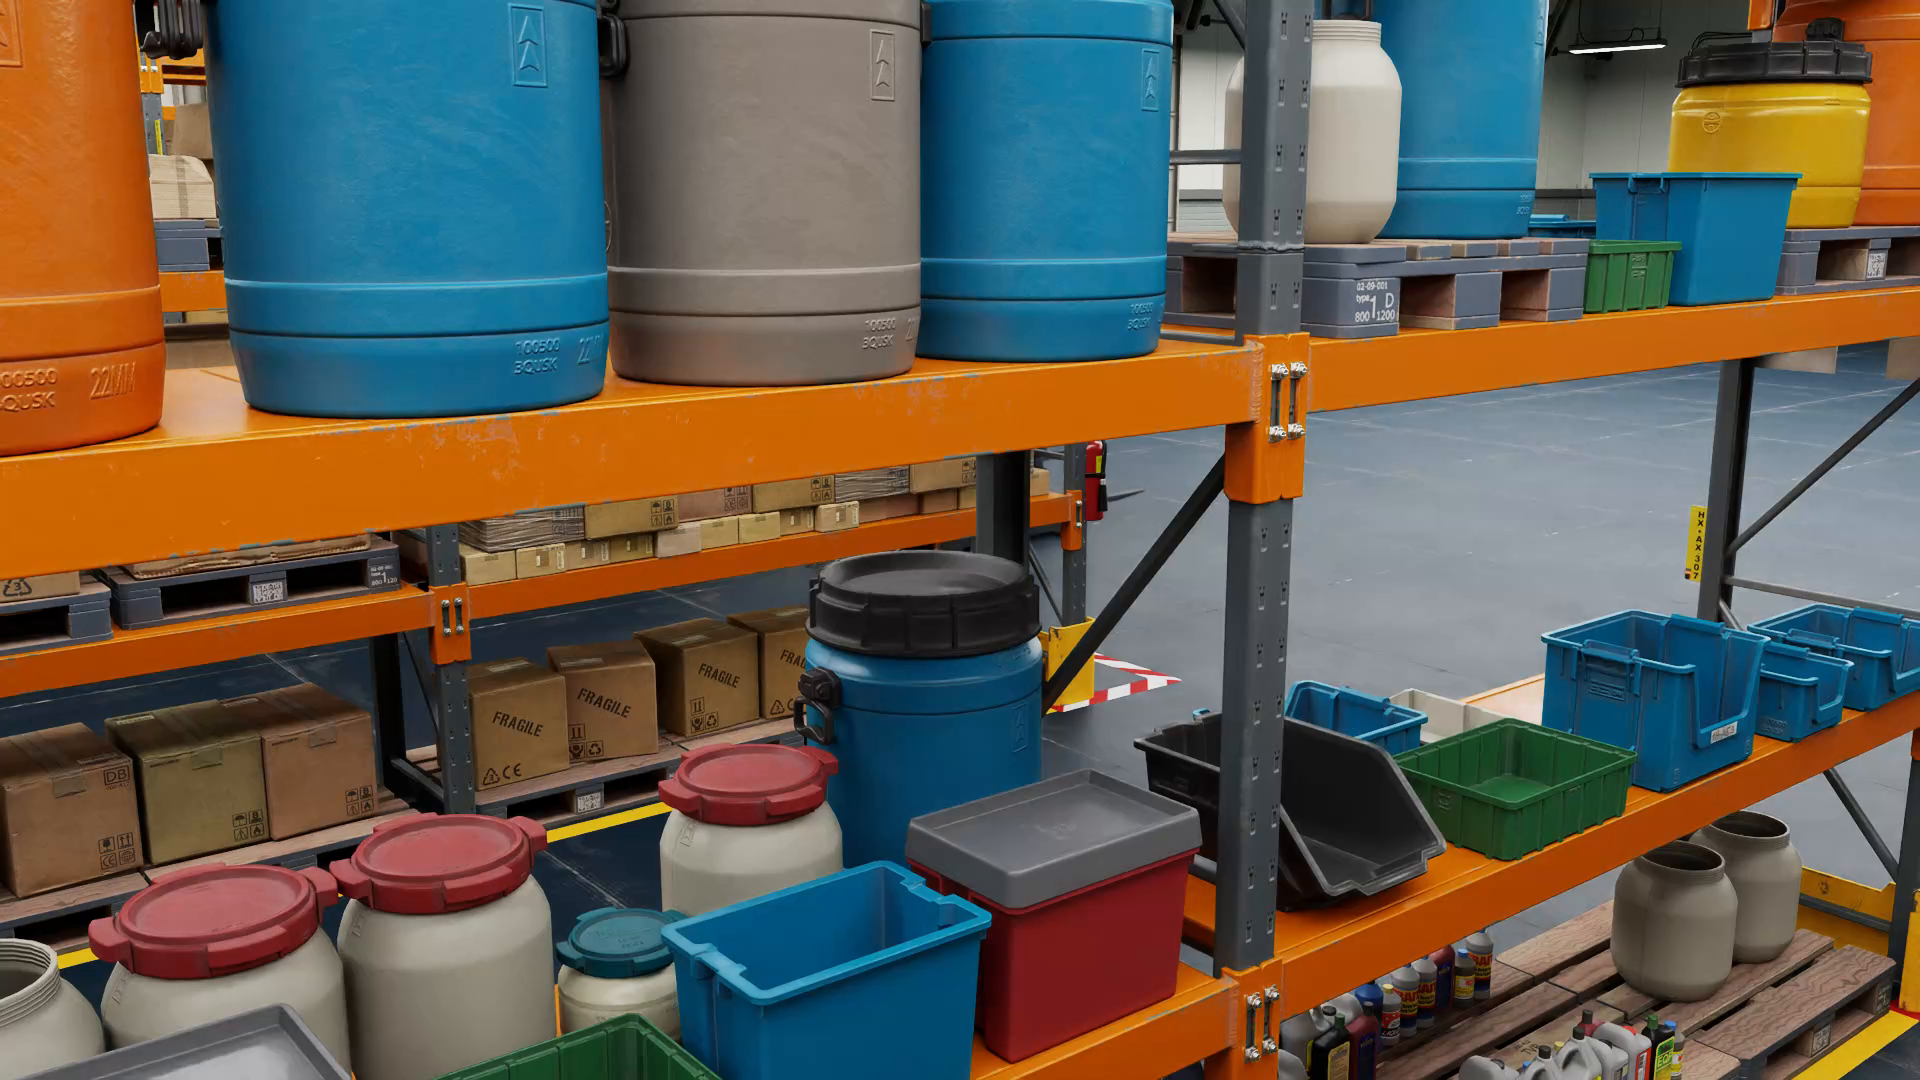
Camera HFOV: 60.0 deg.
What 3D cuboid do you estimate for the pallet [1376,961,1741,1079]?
[{"bbox_3d":[1.903,1.886,5.737,1.213,0.211,1.003,-9,15,-38],"label":"pallet"}]

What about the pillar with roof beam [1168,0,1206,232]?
[{"bbox_3d":[6.772,-7.600,29.256,0.548,9.000,9.100,-9,15,-38],"label":"pillar with roof beam"}]

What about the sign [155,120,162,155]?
[{"bbox_3d":[-5.368,-2.646,11.146,0.005,0.325,0.100,-9,15,-38],"label":"sign"}]

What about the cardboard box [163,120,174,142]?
[{"bbox_3d":[-5.628,-2.947,11.997,0.250,0.149,0.380,-10,15,-38],"label":"cardboard box"}]

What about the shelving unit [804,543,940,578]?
[{"bbox_3d":[-0.738,-0.291,13.791,1.048,1.125,0.538,-3,12,-16],"label":"shelving unit"}]

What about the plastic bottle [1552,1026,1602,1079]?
[{"bbox_3d":[1.914,1.701,5.213,0.185,0.351,0.144,-9,15,-35],"label":"plastic bottle"}]

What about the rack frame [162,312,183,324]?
[{"bbox_3d":[-5.714,-0.859,11.952,0.127,3.000,1.000,-9,15,-38],"label":"rack frame"}]

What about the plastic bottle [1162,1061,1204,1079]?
[{"bbox_3d":[0.722,1.712,5.162,0.185,0.351,0.144,-10,16,-39],"label":"plastic bottle"}]

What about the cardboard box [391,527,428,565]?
[{"bbox_3d":[-2.710,0.006,8.484,0.250,0.149,0.380,-9,15,-38],"label":"cardboard box"}]

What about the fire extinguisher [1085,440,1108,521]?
[{"bbox_3d":[0.806,-0.463,10.272,0.183,0.674,0.296,-9,15,-38],"label":"fire extinguisher"}]

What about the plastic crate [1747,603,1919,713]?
[{"bbox_3d":[3.319,0.429,6.244,0.616,0.251,0.499,-9,15,-38],"label":"plastic crate"}]

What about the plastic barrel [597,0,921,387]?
[{"bbox_3d":[-0.373,-0.764,3.079,0.600,0.901,0.600,0,12,0],"label":"plastic barrel"}]

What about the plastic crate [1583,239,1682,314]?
[{"bbox_3d":[1.802,-0.762,4.786,0.450,0.188,0.336,-9,15,-38],"label":"plastic crate"}]

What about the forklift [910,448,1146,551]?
[{"bbox_3d":[0.516,-1.538,15.315,3.031,2.935,1.130,-11,17,-43],"label":"forklift"}]

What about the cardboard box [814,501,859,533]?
[{"bbox_3d":[-0.770,-0.155,9.244,0.250,0.149,0.380,-9,15,-38],"label":"cardboard box"}]

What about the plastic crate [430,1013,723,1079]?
[{"bbox_3d":[-0.784,1.137,3.061,0.662,0.188,0.450,-9,15,-38],"label":"plastic crate"}]

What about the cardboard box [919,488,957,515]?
[{"bbox_3d":[-0.228,-0.264,9.755,0.250,0.149,0.380,-9,15,-38],"label":"cardboard box"}]

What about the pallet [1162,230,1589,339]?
[{"bbox_3d":[0.902,-0.722,4.542,1.003,0.211,1.213,-9,15,-38],"label":"pallet"}]

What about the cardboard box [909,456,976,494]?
[{"bbox_3d":[-0.333,-0.604,9.793,0.500,0.500,0.875,-9,15,-38],"label":"cardboard box"}]

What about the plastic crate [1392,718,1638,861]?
[{"bbox_3d":[1.636,0.735,4.955,0.662,0.188,0.450,-9,15,-38],"label":"plastic crate"}]

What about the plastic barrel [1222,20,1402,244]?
[{"bbox_3d":[0.859,-0.989,4.065,0.421,0.512,0.421,0,12,0],"label":"plastic barrel"}]

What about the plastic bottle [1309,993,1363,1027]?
[{"bbox_3d":[1.254,1.662,5.581,0.135,0.276,0.152,-9,15,-37],"label":"plastic bottle"}]

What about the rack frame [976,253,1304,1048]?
[{"bbox_3d":[0.400,0.762,4.319,0.127,3.000,1.000,-9,15,-38],"label":"rack frame"}]

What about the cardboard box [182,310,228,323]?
[{"bbox_3d":[-5.405,-1.503,12.024,0.550,0.550,0.875,-9,15,-38],"label":"cardboard box"}]

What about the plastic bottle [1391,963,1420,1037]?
[{"bbox_3d":[1.567,1.604,5.860,0.097,0.271,0.097,0,12,0],"label":"plastic bottle"}]

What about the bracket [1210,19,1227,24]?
[{"bbox_3d":[6.654,-10.392,33.738,4.783,0.066,0.076,-9,15,-38],"label":"bracket"}]

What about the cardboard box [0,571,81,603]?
[{"bbox_3d":[-3.990,-0.057,6.918,0.637,0.503,0.797,-8,14,-32],"label":"cardboard box"}]

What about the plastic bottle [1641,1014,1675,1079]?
[{"bbox_3d":[2.283,1.684,5.457,0.133,0.283,0.061,-9,15,-36],"label":"plastic bottle"}]

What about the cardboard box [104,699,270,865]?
[{"bbox_3d":[-3.572,1.101,7.680,0.500,0.500,0.700,-10,15,-38],"label":"cardboard box"}]

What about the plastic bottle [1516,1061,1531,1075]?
[{"bbox_3d":[1.804,1.760,5.294,0.097,0.201,0.097,0,12,0],"label":"plastic bottle"}]

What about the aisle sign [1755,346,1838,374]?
[{"bbox_3d":[3.396,-1.086,6.761,0.004,0.787,0.394,-9,15,-38],"label":"aisle sign"}]

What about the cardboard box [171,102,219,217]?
[{"bbox_3d":[-3.123,-1.720,7.525,0.637,0.503,0.797,-10,16,-40],"label":"cardboard box"}]

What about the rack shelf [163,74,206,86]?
[{"bbox_3d":[-7.324,-4.489,16.346,4.000,0.370,1.077,-9,15,-38],"label":"rack shelf"}]

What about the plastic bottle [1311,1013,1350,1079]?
[{"bbox_3d":[1.209,1.692,5.421,0.133,0.283,0.061,-9,15,-38],"label":"plastic bottle"}]

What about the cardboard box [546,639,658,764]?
[{"bbox_3d":[-1.915,0.855,8.888,0.500,0.500,0.500,-4,13,-20],"label":"cardboard box"}]

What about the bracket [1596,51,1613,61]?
[{"bbox_3d":[15.850,-11.920,40.934,0.430,0.232,0.235,-9,15,-38],"label":"bracket"}]

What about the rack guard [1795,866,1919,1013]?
[{"bbox_3d":[3.493,1.483,6.940,0.348,0.500,1.175,-9,15,-38],"label":"rack guard"}]

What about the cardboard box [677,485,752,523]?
[{"bbox_3d":[-1.565,-0.425,8.950,0.500,0.500,0.875,-9,15,-38],"label":"cardboard box"}]

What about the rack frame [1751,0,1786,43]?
[{"bbox_3d":[3.523,-2.692,6.140,0.127,3.000,1.000,-9,15,-38],"label":"rack frame"}]

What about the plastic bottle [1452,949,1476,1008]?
[{"bbox_3d":[1.832,1.595,6.075,0.097,0.201,0.097,0,12,0],"label":"plastic bottle"}]

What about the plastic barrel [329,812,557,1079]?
[{"bbox_3d":[-1.057,0.879,3.439,0.433,0.535,0.433,0,12,0],"label":"plastic barrel"}]

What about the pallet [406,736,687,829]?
[{"bbox_3d":[-2.192,1.230,8.829,1.213,0.211,1.003,-9,15,-38],"label":"pallet"}]

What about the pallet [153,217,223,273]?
[{"bbox_3d":[-3.243,-1.354,7.514,1.003,0.211,1.213,-9,15,-38],"label":"pallet"}]

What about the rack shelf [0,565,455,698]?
[{"bbox_3d":[-4.256,0.570,6.955,4.000,0.370,1.077,-9,15,-38],"label":"rack shelf"}]

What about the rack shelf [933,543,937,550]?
[{"bbox_3d":[-0.738,-0.052,13.842,1.000,0.278,0.538,-3,12,-16],"label":"rack shelf"}]

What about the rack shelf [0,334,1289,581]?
[{"bbox_3d":[-1.162,-0.094,2.860,4.000,0.370,1.077,-9,15,-38],"label":"rack shelf"}]

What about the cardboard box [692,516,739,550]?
[{"bbox_3d":[-1.378,-0.064,8.812,0.250,0.149,0.380,-9,15,-38],"label":"cardboard box"}]

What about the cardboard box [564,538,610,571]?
[{"bbox_3d":[-1.958,0.035,8.347,0.250,0.149,0.380,-9,15,-38],"label":"cardboard box"}]

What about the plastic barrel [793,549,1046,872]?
[{"bbox_3d":[-0.091,0.518,4.262,0.708,0.901,0.600,-9,15,-38],"label":"plastic barrel"}]

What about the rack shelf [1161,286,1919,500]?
[{"bbox_3d":[1.961,-0.613,5.304,4.000,0.370,1.077,-9,15,-38],"label":"rack shelf"}]

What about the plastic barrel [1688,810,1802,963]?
[{"bbox_3d":[3.057,1.352,6.517,0.421,0.512,0.421,0,12,0],"label":"plastic barrel"}]
